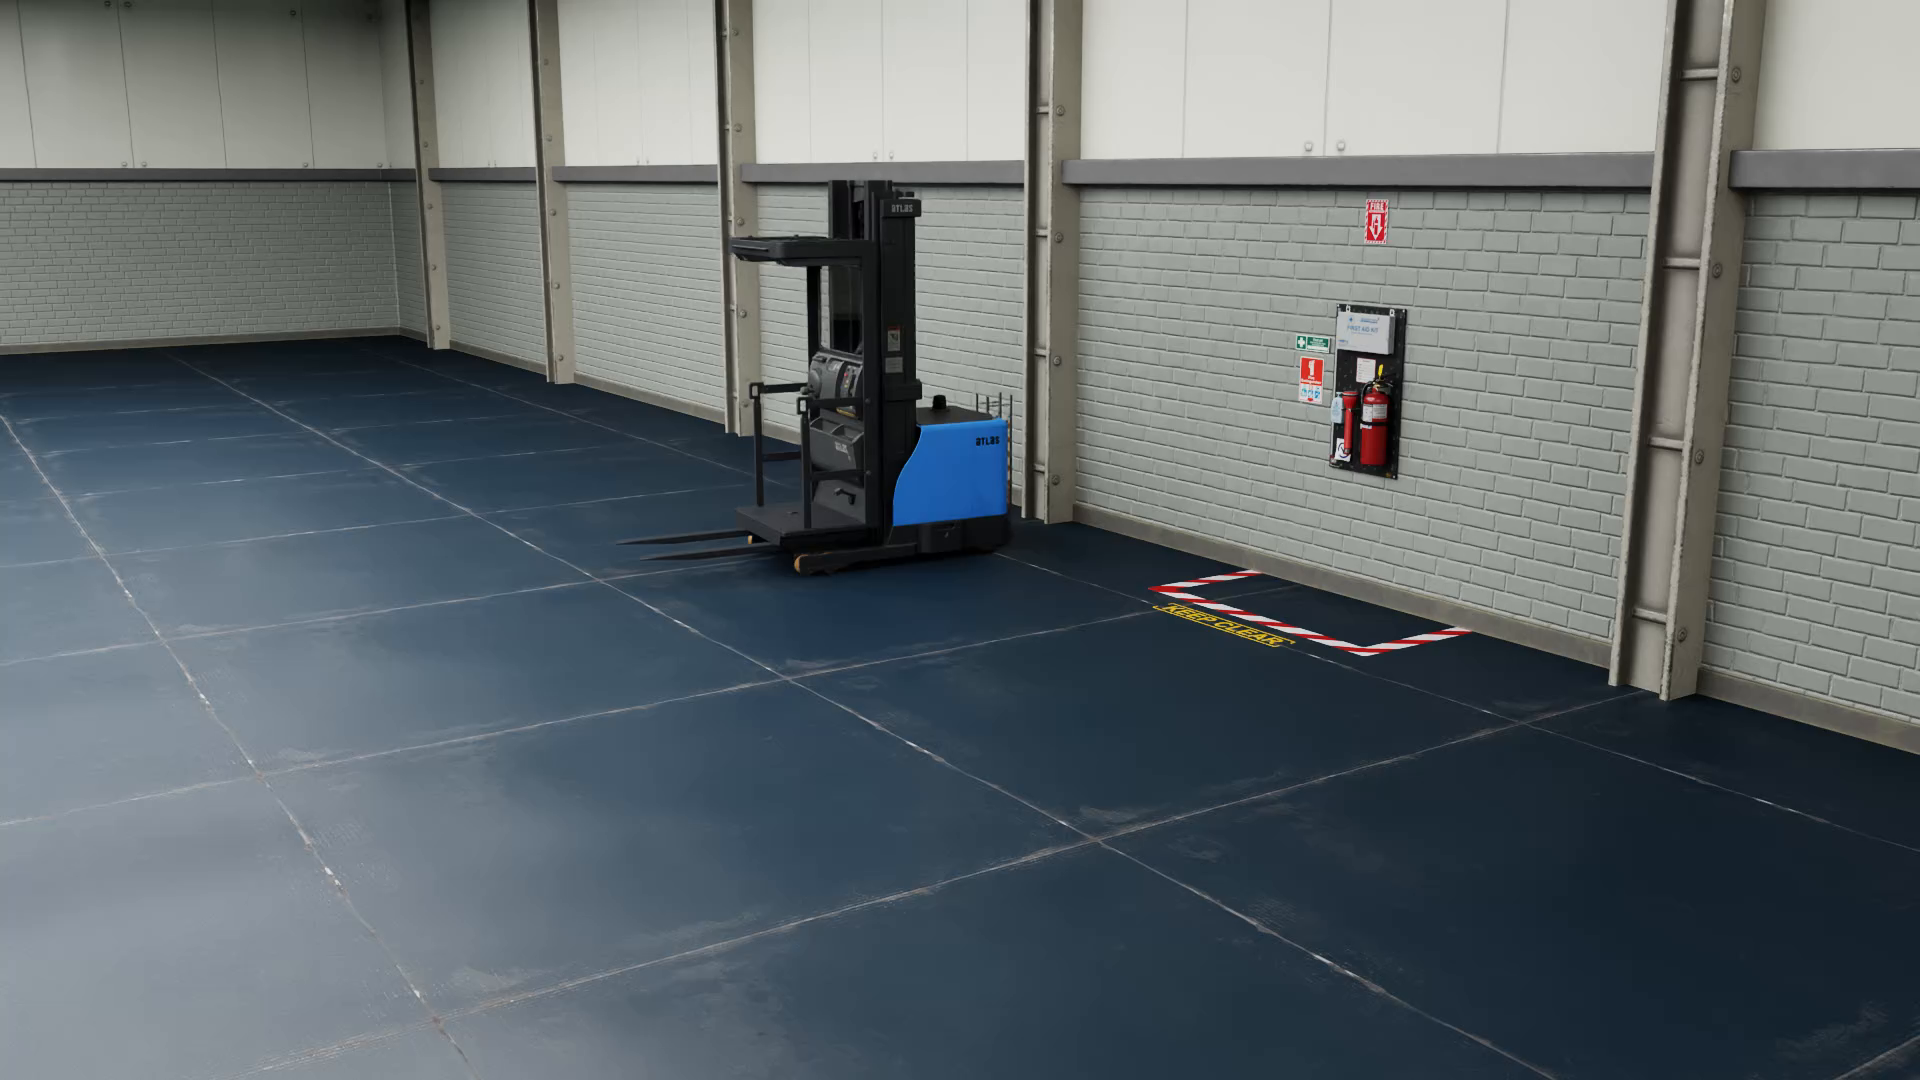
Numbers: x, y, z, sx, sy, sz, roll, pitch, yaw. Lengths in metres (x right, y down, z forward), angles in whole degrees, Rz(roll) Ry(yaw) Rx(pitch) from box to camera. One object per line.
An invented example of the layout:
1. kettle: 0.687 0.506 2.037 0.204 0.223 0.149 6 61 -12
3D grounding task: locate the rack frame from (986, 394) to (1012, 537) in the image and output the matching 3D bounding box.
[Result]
1. rack frame: 0.325 -0.605 13.817 0.240 1.200 0.006 -6 14 -27

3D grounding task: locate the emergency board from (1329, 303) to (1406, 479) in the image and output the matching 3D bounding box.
1. emergency board: 2.769 -1.033 11.564 0.194 1.169 0.643 -8 15 -33

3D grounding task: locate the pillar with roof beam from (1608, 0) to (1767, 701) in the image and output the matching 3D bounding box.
1. pillar with roof beam: 0.523 -3.010 6.563 9.100 9.000 0.400 -8 15 -33

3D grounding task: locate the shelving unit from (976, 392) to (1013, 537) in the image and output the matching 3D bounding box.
1. shelving unit: 0.282 -0.622 13.896 0.258 1.200 0.189 -6 14 -27

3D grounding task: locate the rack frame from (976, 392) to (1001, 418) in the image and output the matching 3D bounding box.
1. rack frame: 0.239 -0.639 13.975 0.240 1.200 0.006 -6 14 -27

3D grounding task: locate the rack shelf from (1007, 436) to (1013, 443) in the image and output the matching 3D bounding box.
1. rack shelf: 0.282 -0.813 13.855 0.258 0.103 0.180 -6 14 -27

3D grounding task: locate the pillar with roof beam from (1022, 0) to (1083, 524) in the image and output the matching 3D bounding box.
1. pillar with roof beam: -2.801 -4.077 11.442 9.100 9.000 0.400 -8 15 -33

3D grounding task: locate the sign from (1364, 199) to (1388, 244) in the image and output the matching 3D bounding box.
1. sign: 2.848 -2.179 11.377 0.001 0.298 0.199 -8 15 -33

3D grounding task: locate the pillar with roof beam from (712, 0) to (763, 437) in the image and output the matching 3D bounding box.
1. pillar with roof beam: -6.126 -5.144 16.322 9.100 9.000 0.400 -8 15 -33

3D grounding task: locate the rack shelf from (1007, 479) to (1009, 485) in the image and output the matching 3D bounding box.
1. rack shelf: 0.282 -0.461 13.931 0.258 0.103 0.180 -6 14 -27

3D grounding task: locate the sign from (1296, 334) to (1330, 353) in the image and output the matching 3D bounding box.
1. sign: 2.544 -1.418 12.001 0.001 0.109 0.331 -8 15 -33

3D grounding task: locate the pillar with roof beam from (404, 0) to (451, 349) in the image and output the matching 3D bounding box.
1. pillar with roof beam: -12.774 -7.278 26.081 9.100 9.000 0.400 -8 15 -33

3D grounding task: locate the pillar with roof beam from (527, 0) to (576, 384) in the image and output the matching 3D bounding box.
1. pillar with roof beam: -9.450 -6.211 21.201 9.100 9.000 0.400 -8 15 -33

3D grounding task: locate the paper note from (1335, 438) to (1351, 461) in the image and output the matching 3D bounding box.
1. paper note: 2.729 -0.642 11.839 0.016 0.148 0.142 -8 15 -33

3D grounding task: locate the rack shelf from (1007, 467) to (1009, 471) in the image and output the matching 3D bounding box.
1. rack shelf: 0.282 -0.578 13.906 0.258 0.103 0.180 -6 14 -27

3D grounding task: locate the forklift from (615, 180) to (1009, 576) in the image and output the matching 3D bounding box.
1. forklift: -1.154 -1.287 12.887 3.031 2.935 1.130 -6 14 -27

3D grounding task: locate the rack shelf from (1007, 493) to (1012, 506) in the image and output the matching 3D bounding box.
1. rack shelf: 0.281 -0.344 13.957 0.258 0.103 0.180 -6 14 -27

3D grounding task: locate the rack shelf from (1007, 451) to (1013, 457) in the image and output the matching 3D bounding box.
1. rack shelf: 0.282 -0.696 13.880 0.258 0.103 0.180 -6 14 -27

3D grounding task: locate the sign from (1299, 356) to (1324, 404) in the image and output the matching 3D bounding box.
1. sign: 2.549 -1.161 12.066 0.001 0.329 0.234 -8 15 -33

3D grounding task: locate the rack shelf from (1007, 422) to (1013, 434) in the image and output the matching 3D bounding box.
1. rack shelf: 0.282 -0.930 13.829 0.258 0.103 0.180 -6 14 -27
